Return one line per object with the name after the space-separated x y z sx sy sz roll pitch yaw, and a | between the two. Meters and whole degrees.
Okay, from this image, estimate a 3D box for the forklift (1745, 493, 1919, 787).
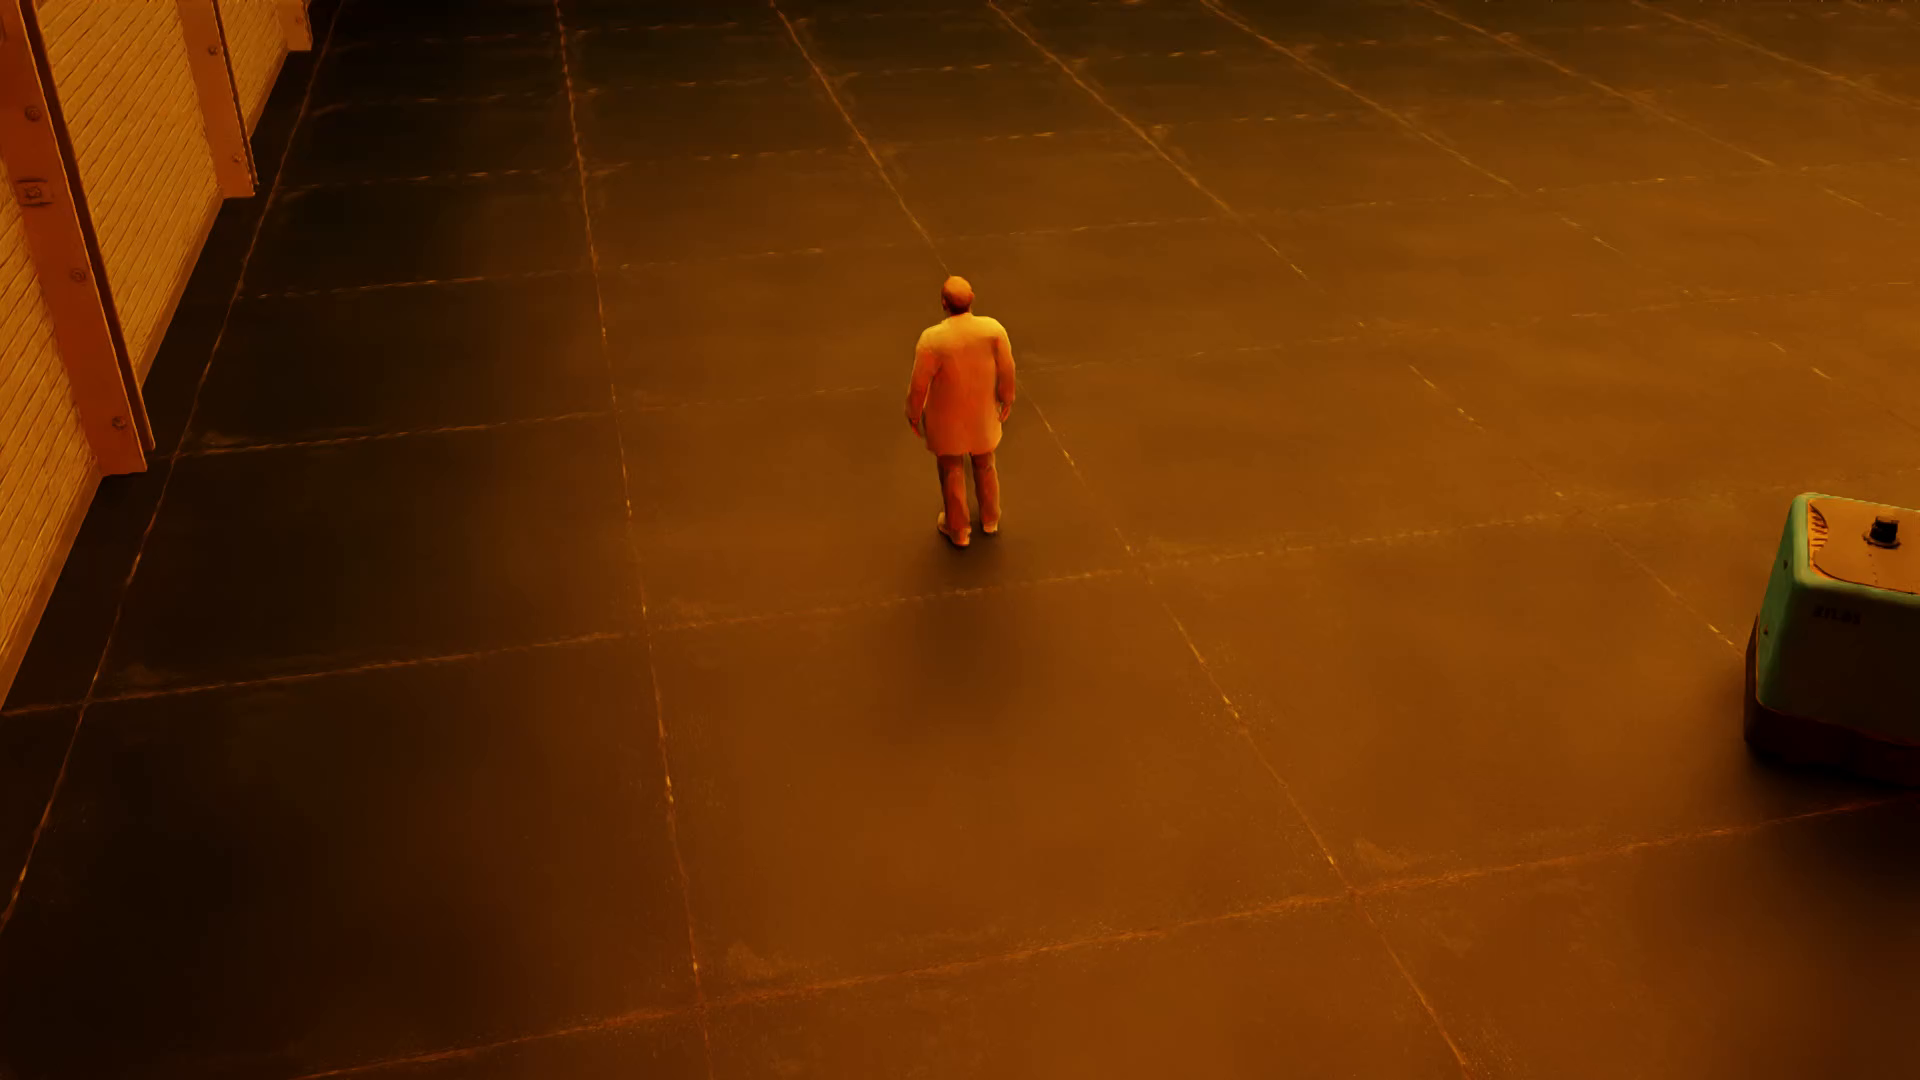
5.626 -0.098 7.744 3.031 2.935 1.130 12 32 20 | forklift

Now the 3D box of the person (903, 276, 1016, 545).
-0.017 -0.820 10.129 0.694 1.776 0.579 -7 31 -12 | person
